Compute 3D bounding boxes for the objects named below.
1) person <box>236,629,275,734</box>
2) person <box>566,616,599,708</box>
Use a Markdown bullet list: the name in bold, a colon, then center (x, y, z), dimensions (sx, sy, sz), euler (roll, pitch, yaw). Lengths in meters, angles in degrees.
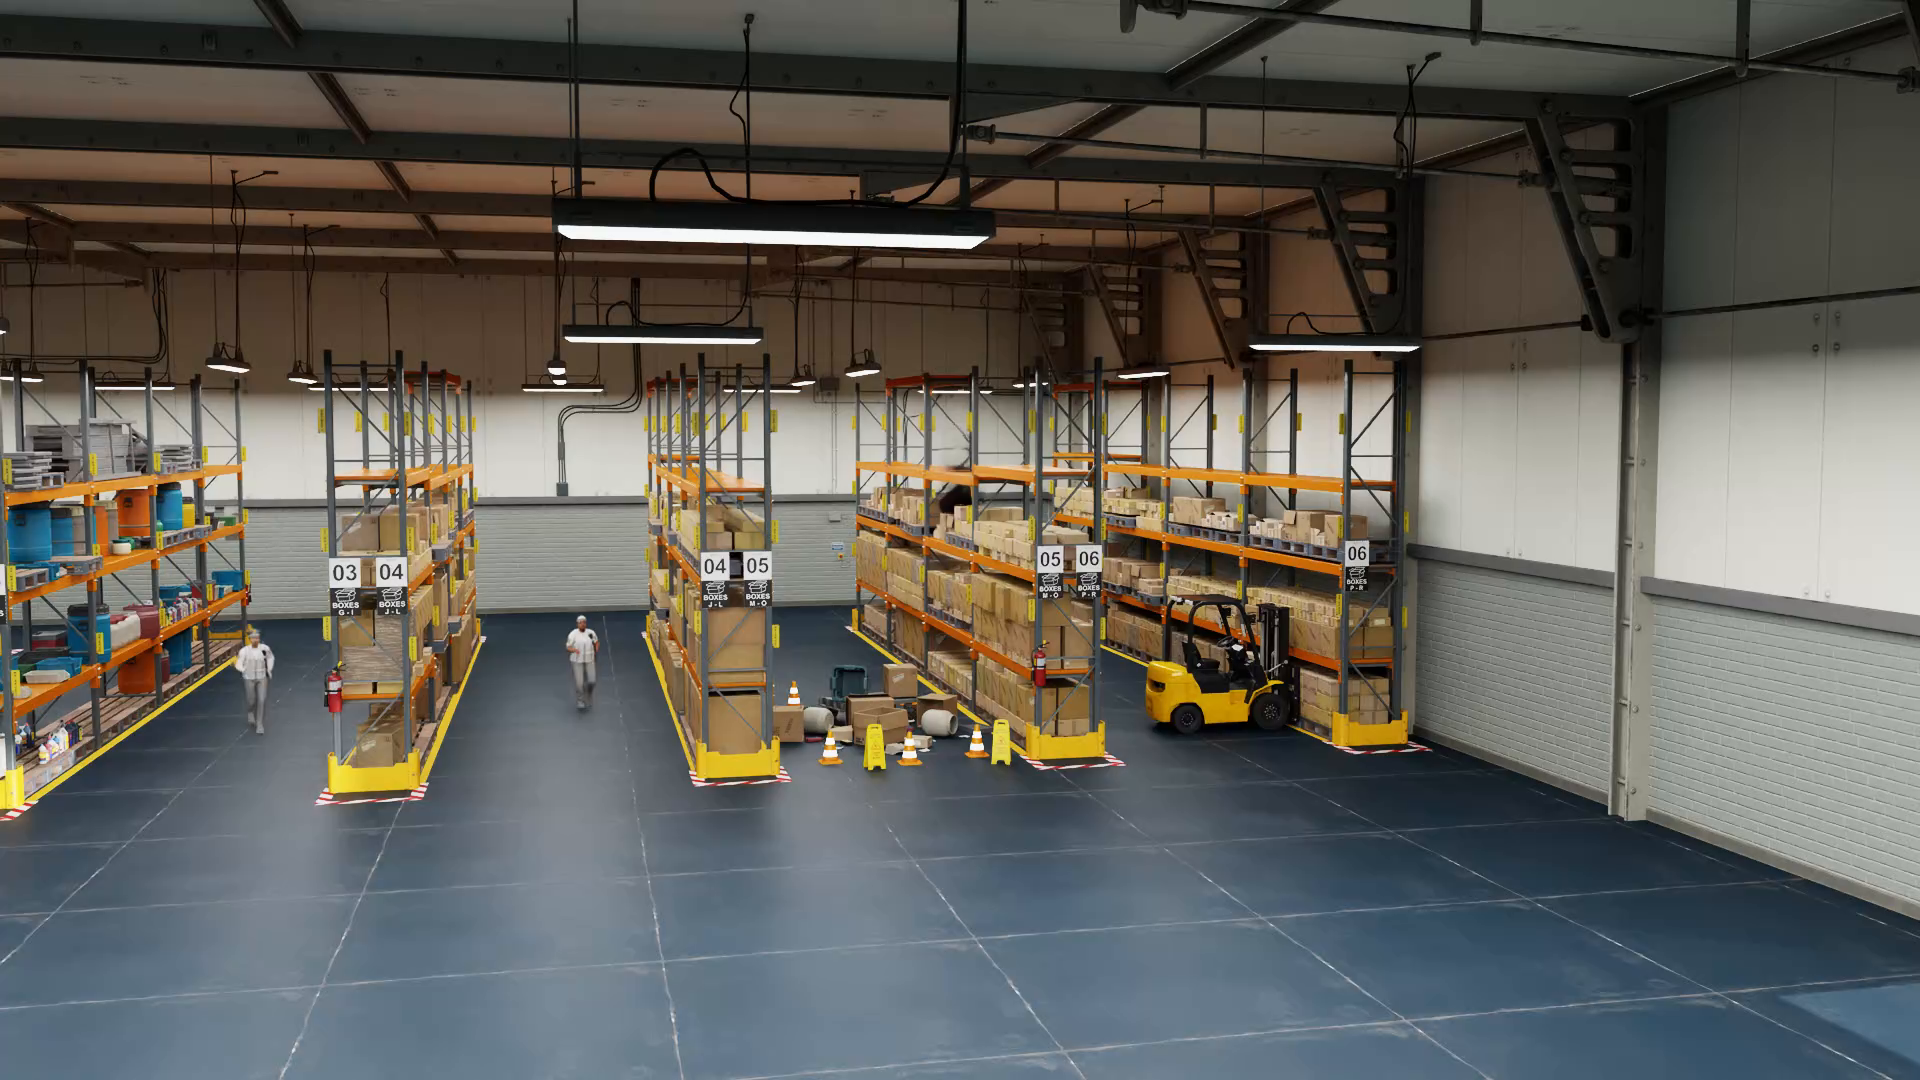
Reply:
- **person**: center (-11.506, 2.273, 27.171), dimensions (0.600, 1.681, 0.892), euler (-2, 4, -28)
- **person**: center (-6.598, 2.151, 29.193), dimensions (0.591, 1.638, 0.576), euler (-2, 4, -21)
